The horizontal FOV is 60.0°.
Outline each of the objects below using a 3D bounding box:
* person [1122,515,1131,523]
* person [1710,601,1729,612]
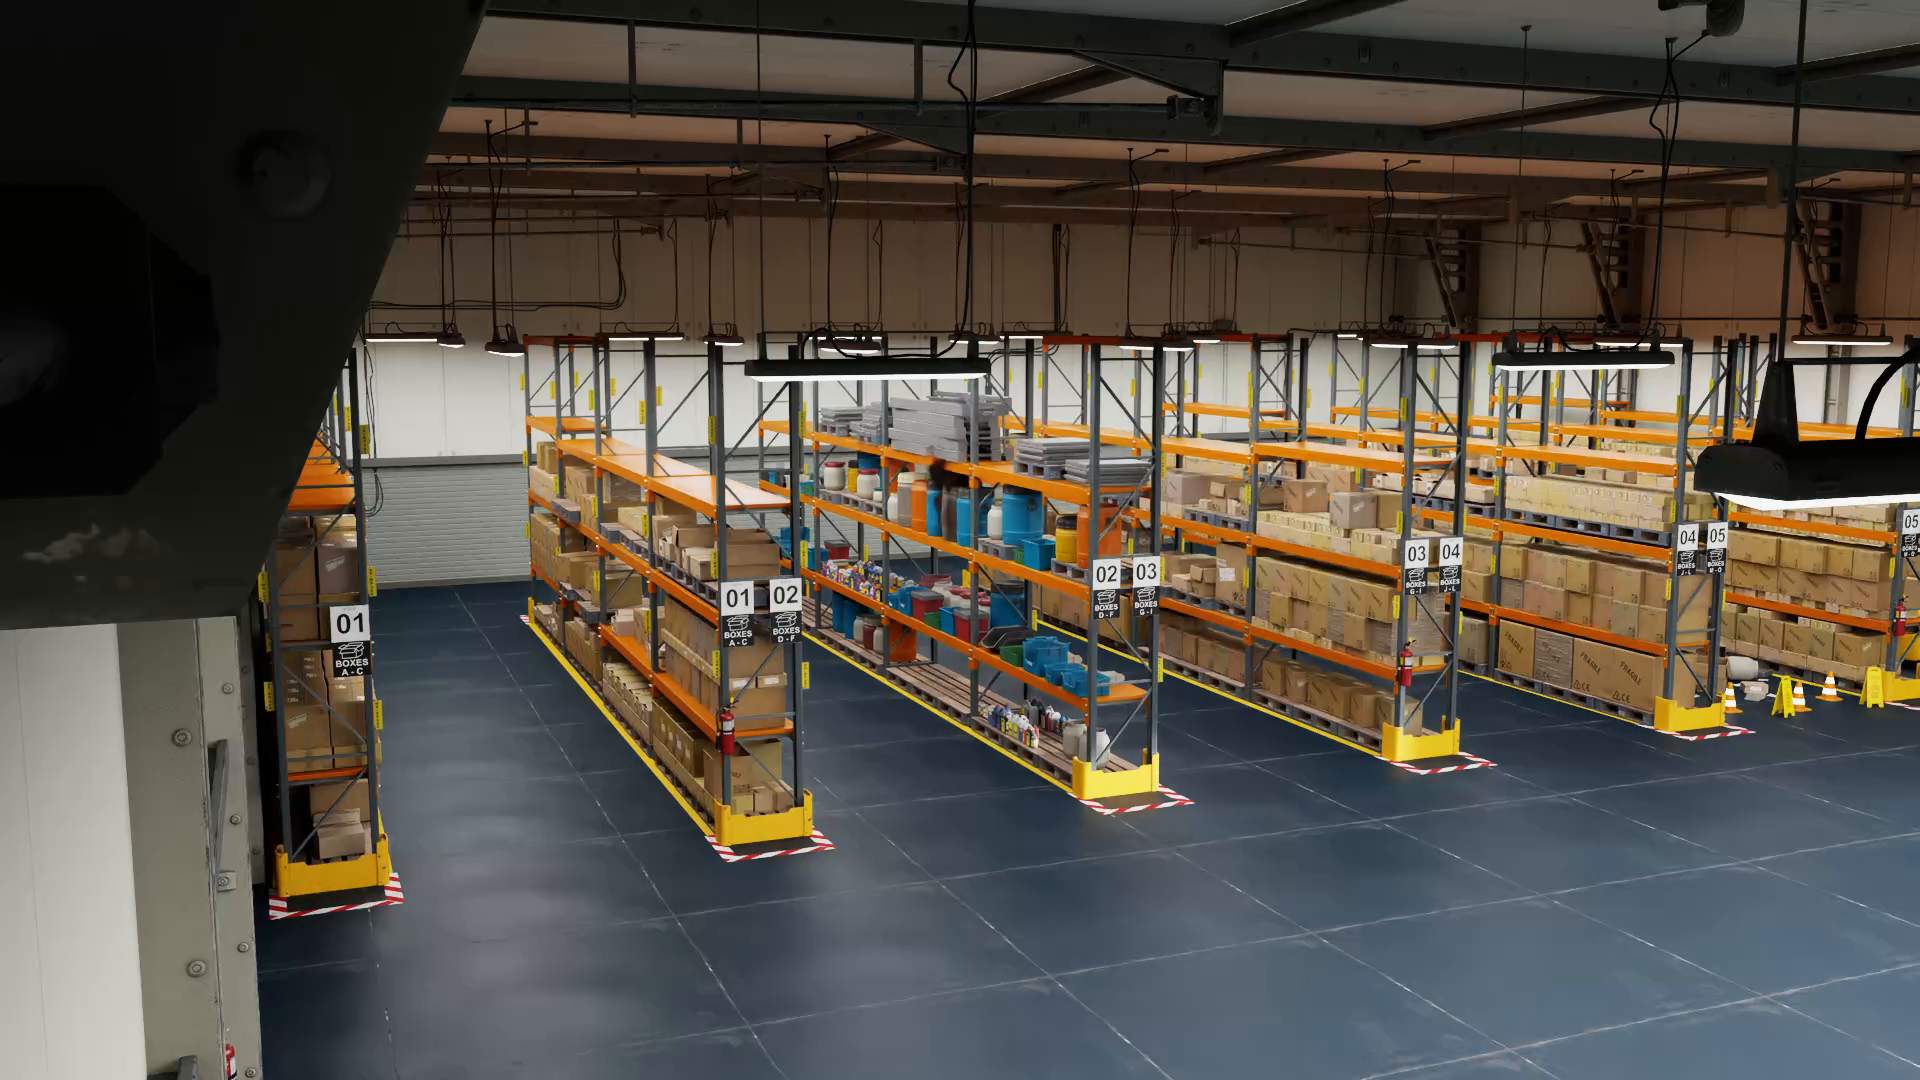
[{"bbox_3d":[3.880,0.207,39.868,0.705,1.715,0.710,-1,8,-9],"label":"person"},{"bbox_3d":[15.597,1.060,33.752,0.615,1.621,0.642,-5,9,-33],"label":"person"}]
